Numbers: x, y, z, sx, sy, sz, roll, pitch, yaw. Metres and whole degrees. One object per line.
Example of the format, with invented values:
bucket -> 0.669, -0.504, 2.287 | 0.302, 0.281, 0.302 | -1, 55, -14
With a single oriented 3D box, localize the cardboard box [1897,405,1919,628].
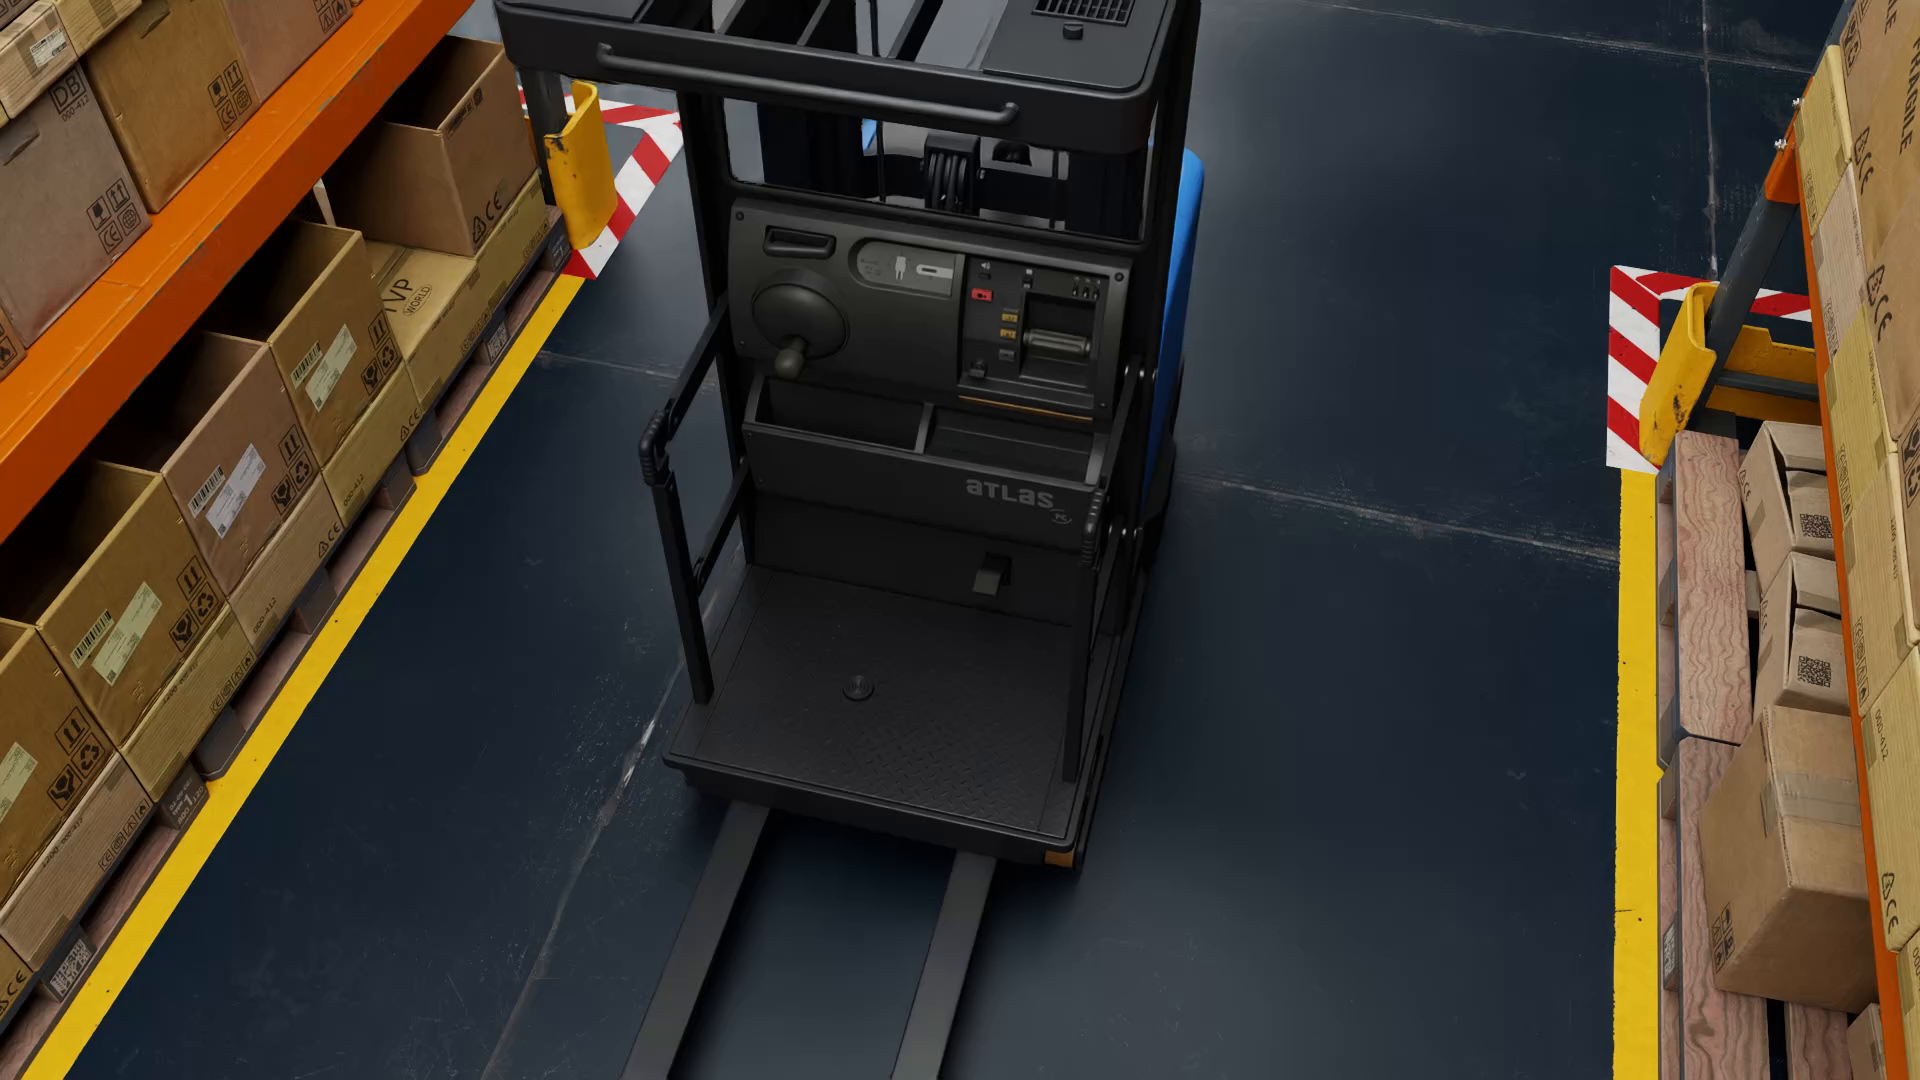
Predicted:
cardboard box -> 2.046, -0.127, 2.948 | 0.500, 0.500, 0.500 | 13, 50, 11

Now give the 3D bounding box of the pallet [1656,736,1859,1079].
pallet -> 2.276, 1.127, 4.115 | 1.003, 0.211, 1.213 | 12, 50, 10

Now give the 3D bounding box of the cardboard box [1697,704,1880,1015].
cardboard box -> 2.207, 0.786, 3.929 | 0.700, 0.500, 0.500 | 9, 49, 8

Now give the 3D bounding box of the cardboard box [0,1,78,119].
cardboard box -> -2.236, -1.097, 3.719 | 0.380, 0.149, 0.250 | 11, 49, 10

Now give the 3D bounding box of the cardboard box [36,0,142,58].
cardboard box -> -2.169, -1.283, 3.882 | 0.380, 0.149, 0.250 | 13, 50, 11

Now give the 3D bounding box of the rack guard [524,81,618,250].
rack guard -> -1.906, -1.476, 6.219 | 1.175, 0.500, 0.348 | 12, 50, 10

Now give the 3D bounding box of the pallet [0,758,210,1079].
pallet -> -2.716, 0.963, 4.259 | 1.003, 0.211, 1.213 | 12, 50, 10

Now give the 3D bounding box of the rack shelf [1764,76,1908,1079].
rack shelf -> 2.341, 0.374, 3.399 | 1.077, 0.370, 4.000 | 12, 50, 10

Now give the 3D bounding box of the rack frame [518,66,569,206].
rack frame -> -1.913, -2.286, 5.267 | 1.000, 3.000, 0.127 | 12, 50, 10

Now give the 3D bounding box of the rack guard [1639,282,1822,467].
rack guard -> 2.847, -0.429, 5.295 | 1.175, 0.500, 0.348 | 12, 50, 10

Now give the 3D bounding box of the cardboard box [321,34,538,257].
cardboard box -> -1.767, -1.317, 5.465 | 0.500, 0.500, 0.500 | 12, 50, 10

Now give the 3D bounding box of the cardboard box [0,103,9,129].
cardboard box -> -2.304, -0.918, 3.560 | 0.380, 0.149, 0.250 | 11, 50, 10

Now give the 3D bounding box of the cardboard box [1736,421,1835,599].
cardboard box -> 2.598, -0.084, 4.824 | 0.500, 0.311, 0.500 | 7, 49, 6

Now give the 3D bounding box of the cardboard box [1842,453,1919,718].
cardboard box -> 2.035, 0.133, 3.219 | 0.500, 0.250, 0.500 | 12, 50, 10

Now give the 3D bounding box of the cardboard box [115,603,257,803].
cardboard box -> -2.278, 0.381, 4.467 | 0.500, 0.250, 0.500 | 12, 50, 10

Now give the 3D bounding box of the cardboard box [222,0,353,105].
cardboard box -> -2.182, -1.603, 4.598 | 0.700, 0.500, 0.500 | 13, 50, 11

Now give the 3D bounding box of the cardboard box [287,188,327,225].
cardboard box -> -2.398, -1.057, 5.236 | 0.500, 0.500, 0.500 | 12, 50, 10

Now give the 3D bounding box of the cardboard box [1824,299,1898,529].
cardboard box -> 2.170, -0.232, 3.541 | 0.500, 0.250, 0.500 | 11, 49, 9

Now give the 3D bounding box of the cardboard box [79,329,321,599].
cardboard box -> -2.149, -0.229, 4.505 | 0.500, 0.500, 0.500 | 12, 50, 10

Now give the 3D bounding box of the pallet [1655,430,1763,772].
pallet -> 2.599, 0.247, 4.891 | 1.003, 0.211, 1.213 | 12, 50, 10

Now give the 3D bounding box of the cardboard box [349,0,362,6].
cardboard box -> -2.048, -1.984, 4.934 | 0.700, 0.500, 0.500 | 12, 50, 10

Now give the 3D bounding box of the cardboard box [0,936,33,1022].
cardboard box -> -2.551, 1.103, 3.830 | 0.500, 0.250, 0.500 | 12, 50, 10

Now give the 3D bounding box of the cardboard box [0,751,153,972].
cardboard box -> -2.414, 0.742, 4.148 | 0.500, 0.250, 0.500 | 12, 50, 10

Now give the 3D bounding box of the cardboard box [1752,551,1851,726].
cardboard box -> 2.448, 0.328, 4.460 | 0.500, 0.311, 0.500 | 15, 50, 13

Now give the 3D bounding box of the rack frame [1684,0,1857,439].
rack frame -> 2.867, -1.311, 4.407 | 1.000, 3.000, 0.127 | 12, 50, 10

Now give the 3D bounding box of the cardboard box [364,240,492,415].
cardboard box -> -1.889, -0.705, 5.425 | 0.500, 0.250, 0.500 | 12, 50, 10

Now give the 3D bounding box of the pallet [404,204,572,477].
pallet -> -2.074, -0.802, 5.817 | 1.003, 0.211, 1.213 | 12, 50, 10

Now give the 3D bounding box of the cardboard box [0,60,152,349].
cardboard box -> -2.453, -0.864, 3.945 | 0.700, 0.500, 0.500 | 13, 50, 11

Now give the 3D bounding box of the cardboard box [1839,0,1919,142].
cardboard box -> 2.452, -1.230, 3.922 | 0.500, 0.500, 0.500 | 12, 50, 10

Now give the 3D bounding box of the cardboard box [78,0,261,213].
cardboard box -> -2.318, -1.245, 4.282 | 0.700, 0.500, 0.500 | 12, 50, 10

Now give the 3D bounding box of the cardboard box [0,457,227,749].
cardboard box -> -2.278, 0.133, 4.186 | 0.500, 0.500, 0.500 | 12, 50, 10

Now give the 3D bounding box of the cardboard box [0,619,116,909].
cardboard box -> -2.417, 0.493, 3.868 | 0.500, 0.500, 0.500 | 12, 50, 10

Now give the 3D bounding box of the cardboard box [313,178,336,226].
cardboard box -> -2.269, -1.171, 5.837 | 0.500, 0.250, 0.500 | 12, 50, 10

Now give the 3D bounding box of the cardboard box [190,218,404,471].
cardboard box -> -2.016, -0.590, 4.824 | 0.500, 0.500, 0.500 | 12, 50, 10

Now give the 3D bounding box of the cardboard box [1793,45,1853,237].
cardboard box -> 2.433, -0.978, 4.199 | 0.500, 0.250, 0.500 | 10, 49, 9

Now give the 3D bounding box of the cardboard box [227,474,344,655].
cardboard box -> -2.152, 0.018, 4.787 | 0.500, 0.250, 0.500 | 12, 50, 10

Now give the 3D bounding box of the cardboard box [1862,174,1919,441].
cardboard box -> 2.170, -0.502, 3.279 | 0.500, 0.500, 0.500 | 10, 49, 9

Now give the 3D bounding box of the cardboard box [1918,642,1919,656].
cardboard box -> 1.909, 0.250, 2.615 | 0.500, 0.500, 0.500 | 10, 49, 9

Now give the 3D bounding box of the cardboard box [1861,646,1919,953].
cardboard box -> 1.903, 0.497, 2.897 | 0.500, 0.250, 0.500 | 11, 50, 10

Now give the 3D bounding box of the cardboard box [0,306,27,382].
cardboard box -> -2.586, -0.493, 3.618 | 0.700, 0.500, 0.500 | 12, 50, 11

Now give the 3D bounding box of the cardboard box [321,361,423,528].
cardboard box -> -2.019, -0.343, 5.106 | 0.500, 0.250, 0.500 | 12, 50, 10

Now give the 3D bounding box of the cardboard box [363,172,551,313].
cardboard box -> -1.769, -1.069, 5.747 | 0.500, 0.250, 0.500 | 12, 50, 10

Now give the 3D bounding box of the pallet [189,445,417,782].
pallet -> -2.397, 0.078, 5.040 | 1.003, 0.211, 1.213 | 12, 50, 10

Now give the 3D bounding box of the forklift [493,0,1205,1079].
forklift -> -0.133, -0.419, 3.665 | 1.130, 2.935, 3.031 | 11, 49, 9

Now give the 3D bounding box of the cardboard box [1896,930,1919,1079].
cardboard box -> 1.786, 0.864, 2.573 | 0.500, 0.250, 0.500 | 12, 50, 10

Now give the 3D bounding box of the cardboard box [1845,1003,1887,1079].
cardboard box -> 2.255, 1.227, 3.774 | 0.380, 0.149, 0.250 | 8, 49, 7

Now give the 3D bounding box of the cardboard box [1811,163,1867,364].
cardboard box -> 2.310, -0.599, 3.865 | 0.500, 0.250, 0.500 | 10, 49, 9

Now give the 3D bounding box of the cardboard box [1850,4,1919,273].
cardboard box -> 2.312, -0.875, 3.608 | 0.500, 0.500, 0.500 | 12, 50, 10
